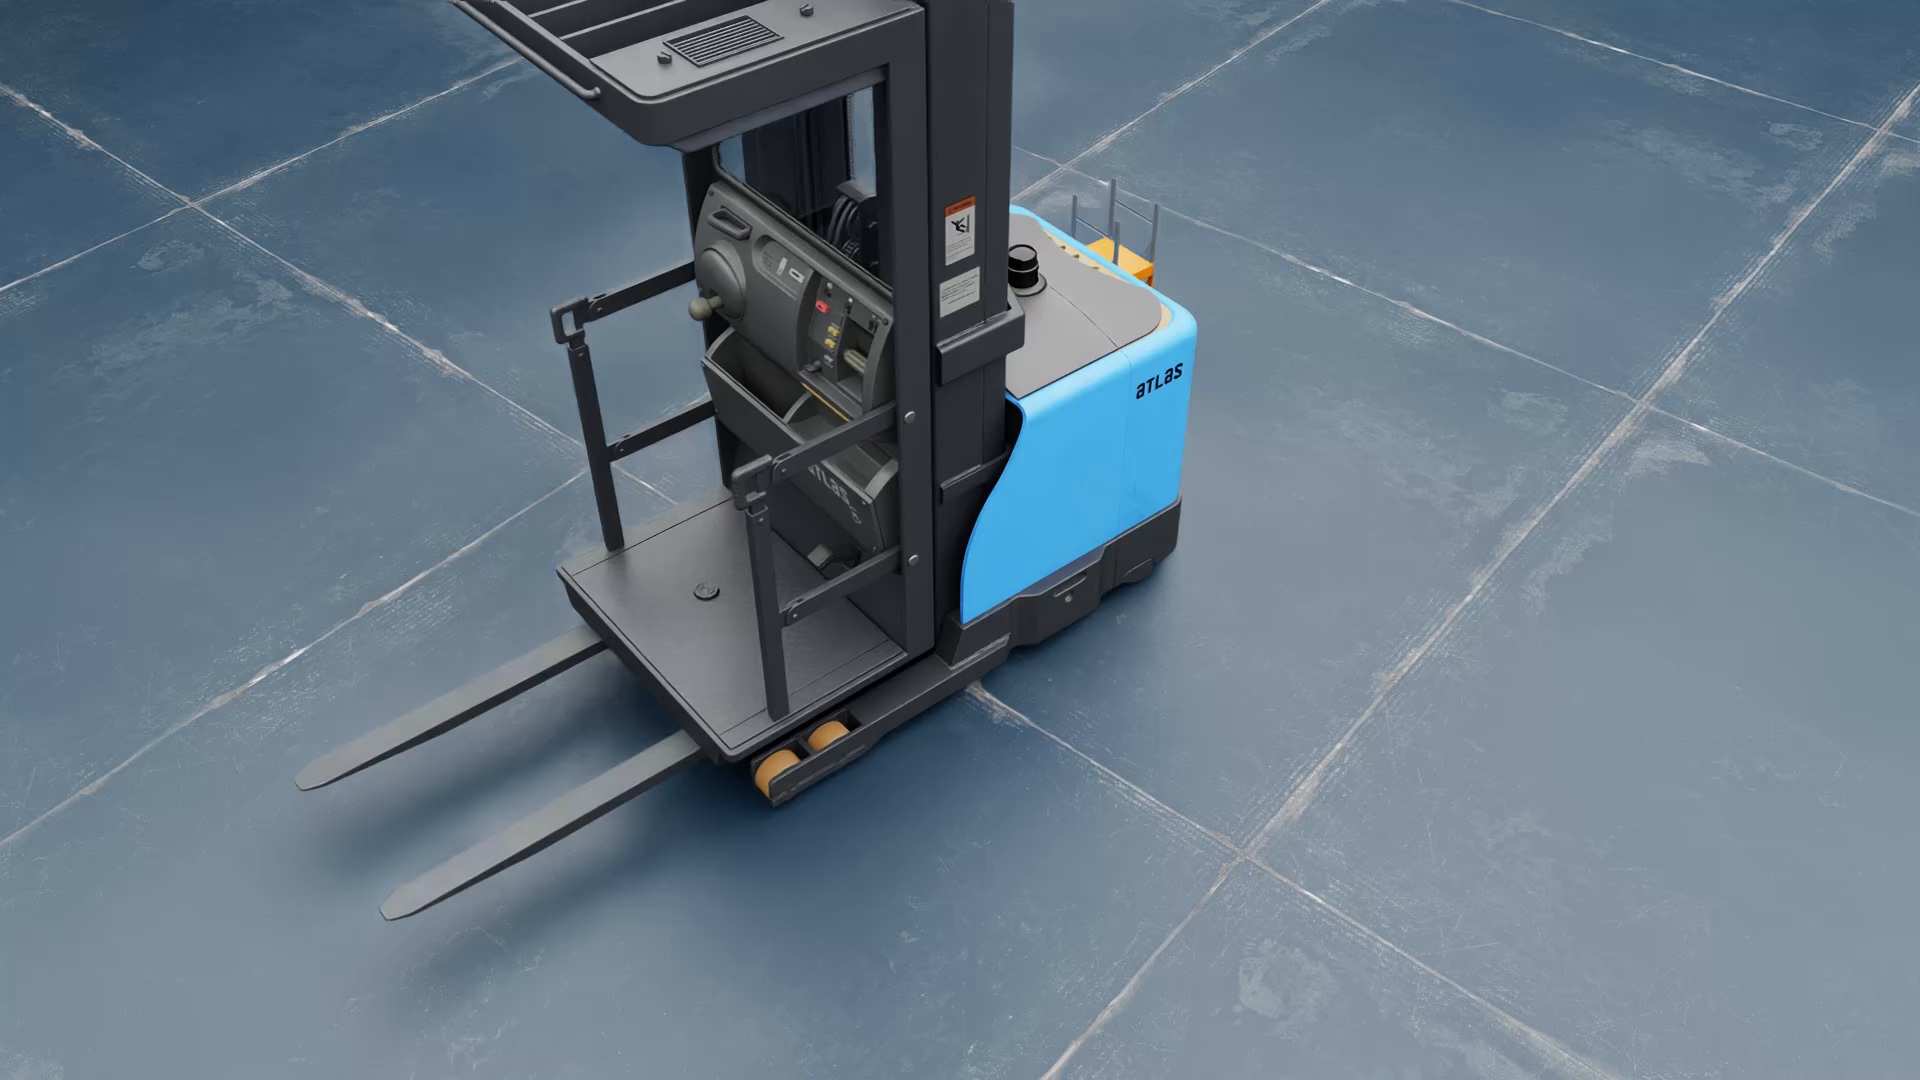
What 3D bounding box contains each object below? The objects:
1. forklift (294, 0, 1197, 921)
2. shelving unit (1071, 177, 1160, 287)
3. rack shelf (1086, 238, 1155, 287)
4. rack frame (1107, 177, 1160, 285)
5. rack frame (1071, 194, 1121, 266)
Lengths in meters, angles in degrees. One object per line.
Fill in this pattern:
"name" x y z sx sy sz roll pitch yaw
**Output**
"forklift" -0.664 -0.651 4.787 3.031 2.935 1.130 -29 49 -28
"shelving unit" 0.541 -0.736 6.167 0.189 1.200 0.258 -29 49 -28
"rack shelf" 0.541 -0.969 5.955 0.180 0.103 0.258 -29 49 -28
"rack frame" 0.612 -0.775 6.210 0.006 1.200 0.240 -29 49 -28
"rack frame" 0.470 -0.697 6.125 0.006 1.200 0.240 -29 49 -28
